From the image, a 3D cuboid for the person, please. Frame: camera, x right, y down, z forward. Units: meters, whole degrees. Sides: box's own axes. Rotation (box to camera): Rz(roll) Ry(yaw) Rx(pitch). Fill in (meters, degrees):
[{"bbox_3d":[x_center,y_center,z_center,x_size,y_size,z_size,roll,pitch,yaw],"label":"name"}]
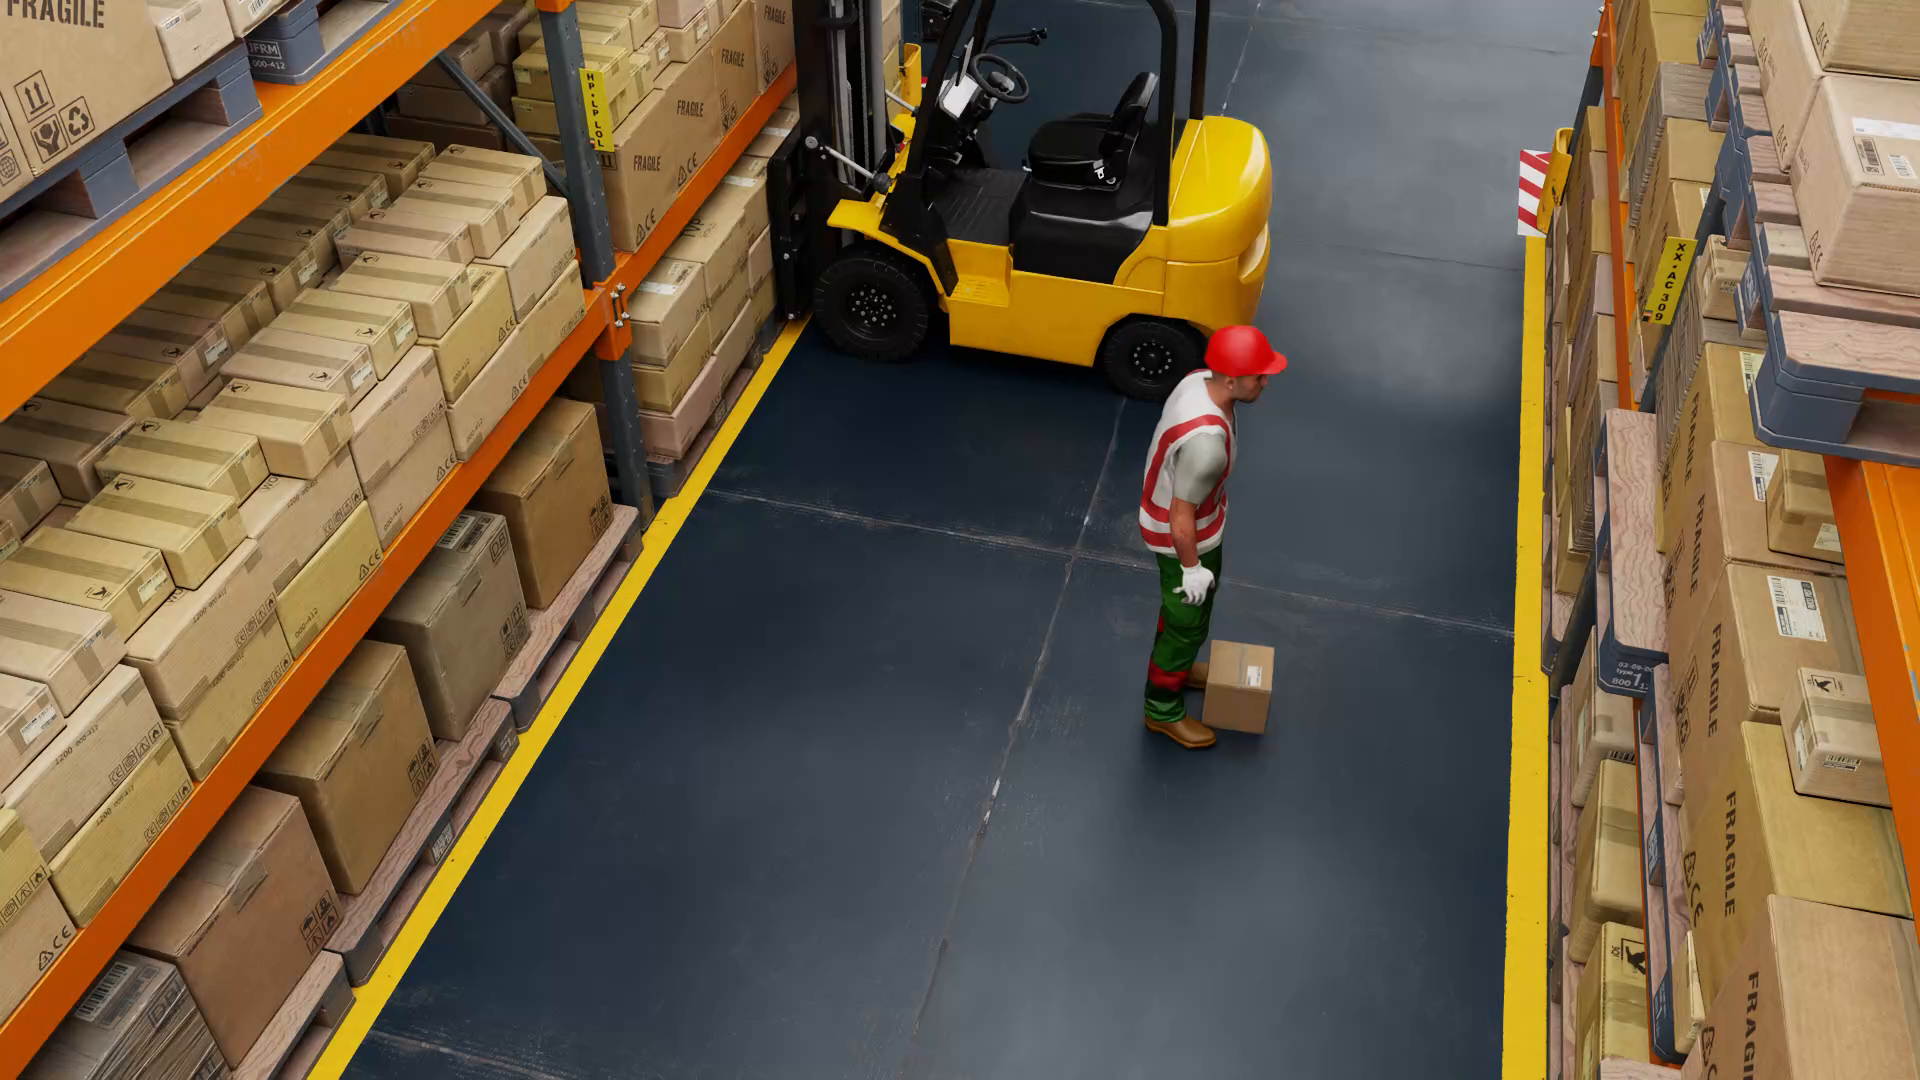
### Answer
[{"bbox_3d":[0.890,-0.033,6.186,0.453,1.777,0.604,8,41,10],"label":"person"}]
